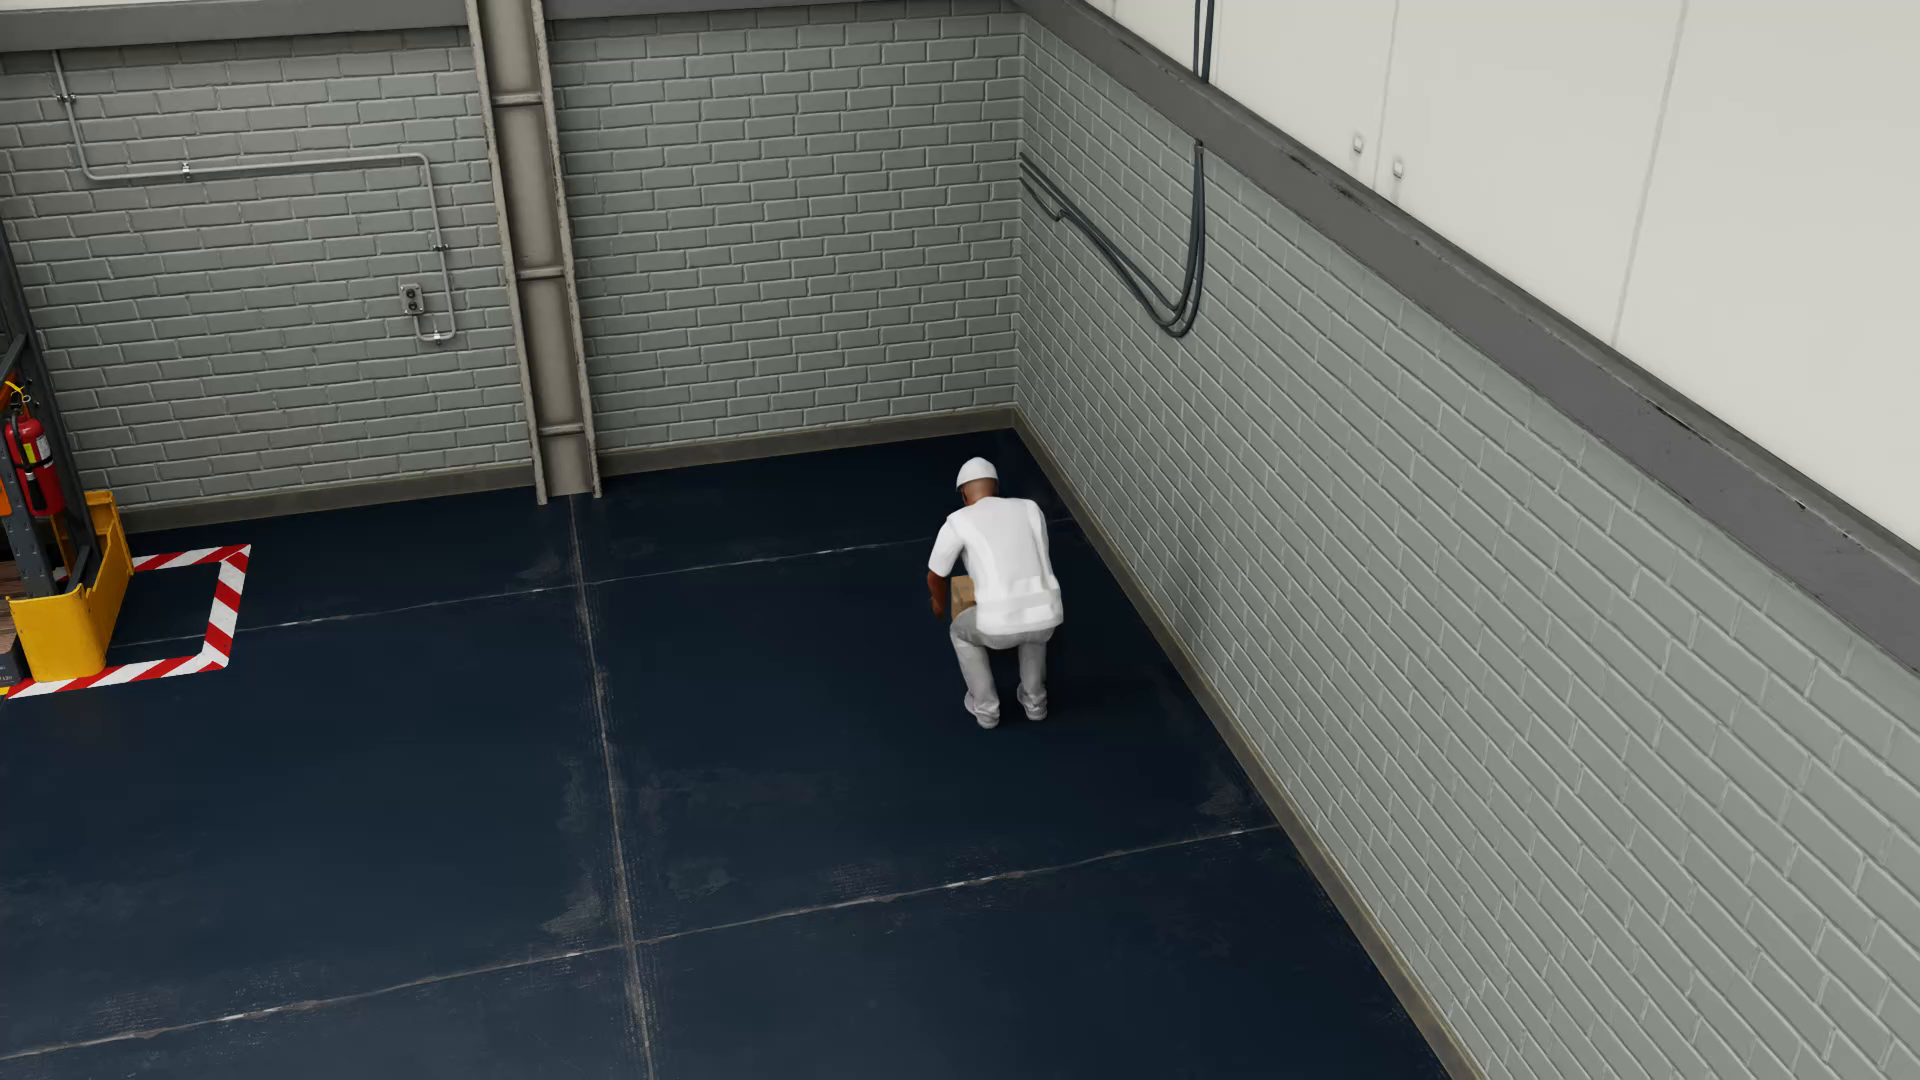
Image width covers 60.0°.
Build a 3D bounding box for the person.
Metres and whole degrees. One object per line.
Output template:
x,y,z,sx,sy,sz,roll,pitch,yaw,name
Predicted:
0.174,0.287,8.228,0.626,1.260,0.823,-8,31,-13,person
